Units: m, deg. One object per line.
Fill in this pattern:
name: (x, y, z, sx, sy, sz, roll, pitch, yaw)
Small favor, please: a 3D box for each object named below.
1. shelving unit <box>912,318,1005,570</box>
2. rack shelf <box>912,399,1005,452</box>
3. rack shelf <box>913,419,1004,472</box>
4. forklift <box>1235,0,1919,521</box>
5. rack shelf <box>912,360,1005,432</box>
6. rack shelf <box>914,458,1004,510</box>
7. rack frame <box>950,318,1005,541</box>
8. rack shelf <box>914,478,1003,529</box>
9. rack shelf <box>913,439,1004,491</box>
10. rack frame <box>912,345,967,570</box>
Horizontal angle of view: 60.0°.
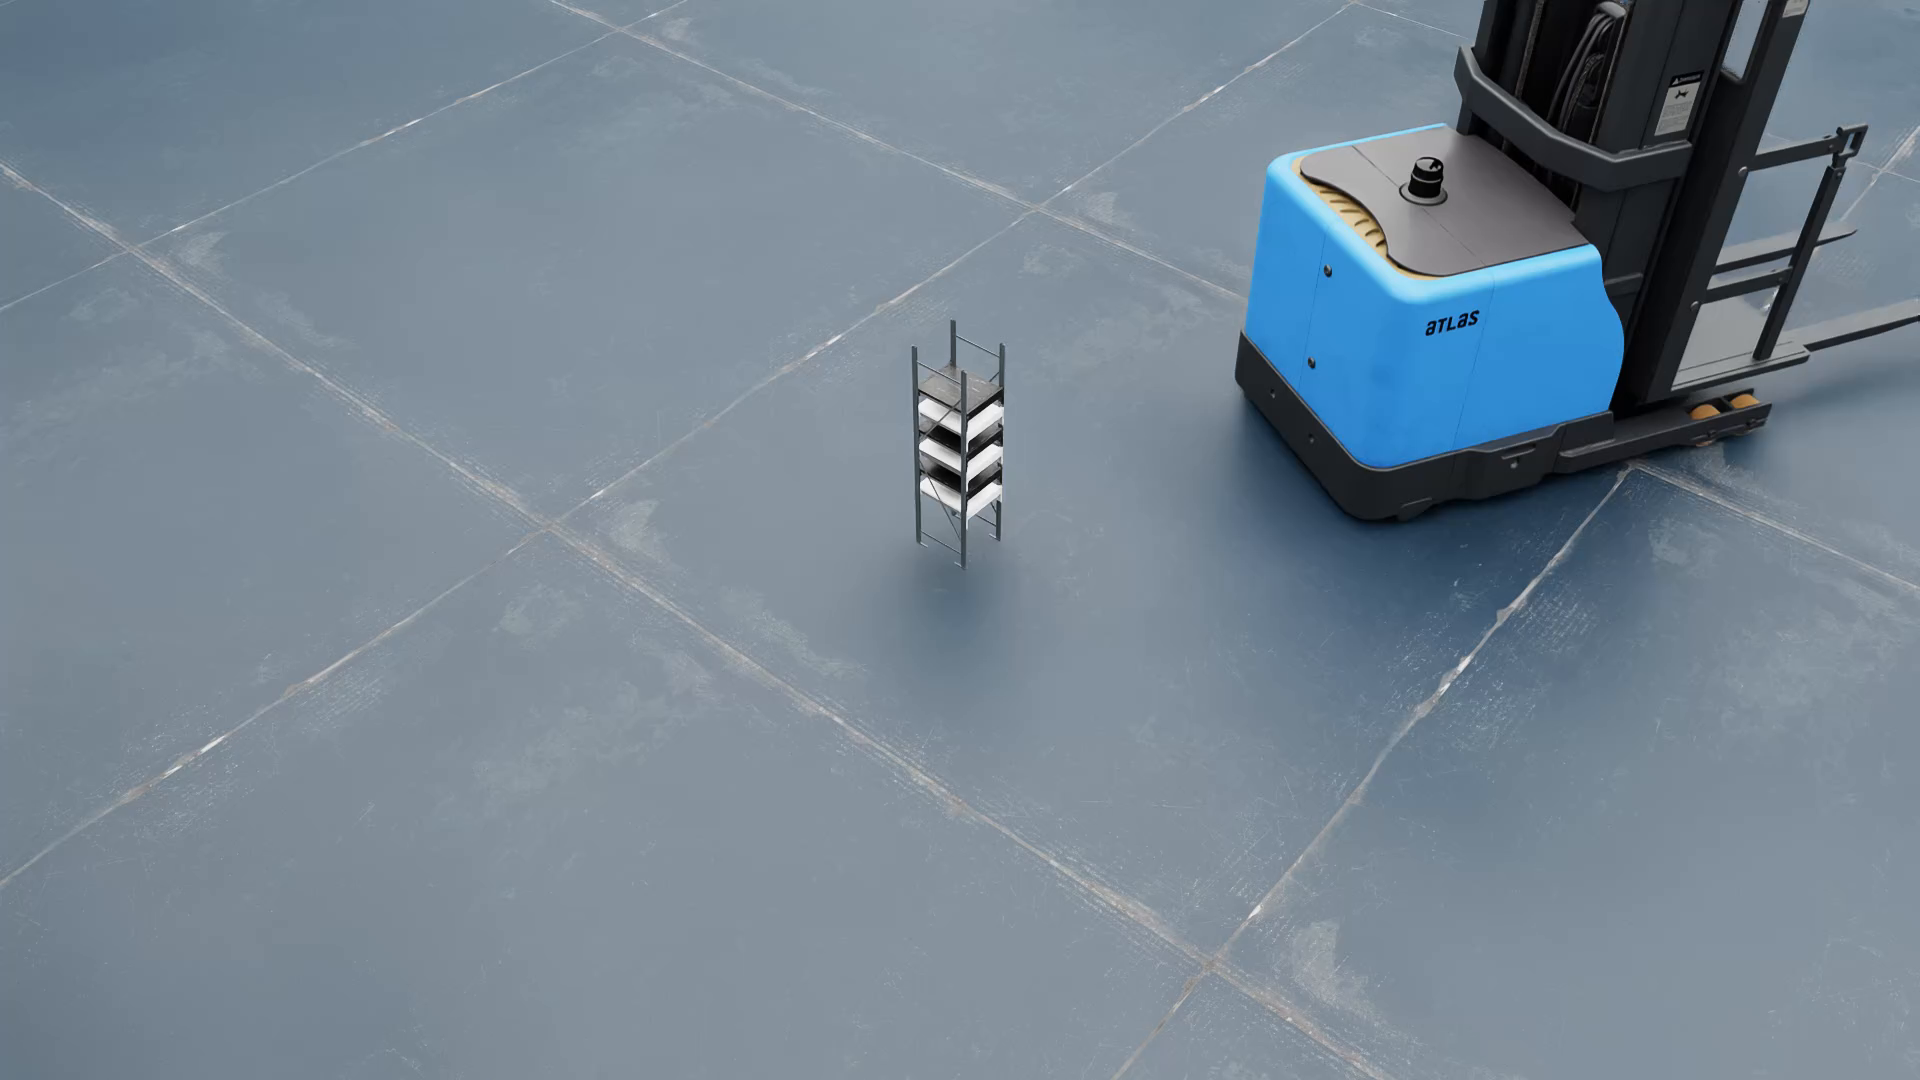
shelving unit: (-0.005, -0.329, 5.943, 0.258, 0.900, 0.210, 29, 50, 28)
rack shelf: (-0.005, -0.437, 5.844, 0.258, 0.077, 0.200, 29, 50, 28)
rack shelf: (-0.005, -0.371, 5.905, 0.258, 0.077, 0.200, 29, 50, 28)
forklift: (2.708, -1.777, 6.026, 3.031, 2.935, 1.130, -14, 44, -15)
rack shelf: (-0.005, -0.504, 5.783, 0.258, 0.077, 0.200, 29, 50, 28)
rack shelf: (-0.005, -0.238, 6.026, 0.258, 0.077, 0.200, 29, 50, 28)
rack frame: (0.060, -0.381, 6.000, 0.240, 0.900, 0.006, 29, 50, 28)
rack shelf: (-0.005, -0.171, 6.086, 0.258, 0.077, 0.200, 29, 50, 28)
rack shelf: (-0.005, -0.304, 5.965, 0.258, 0.077, 0.200, 29, 50, 28)
rack frame: (-0.071, -0.276, 5.885, 0.240, 0.900, 0.006, 29, 50, 28)
